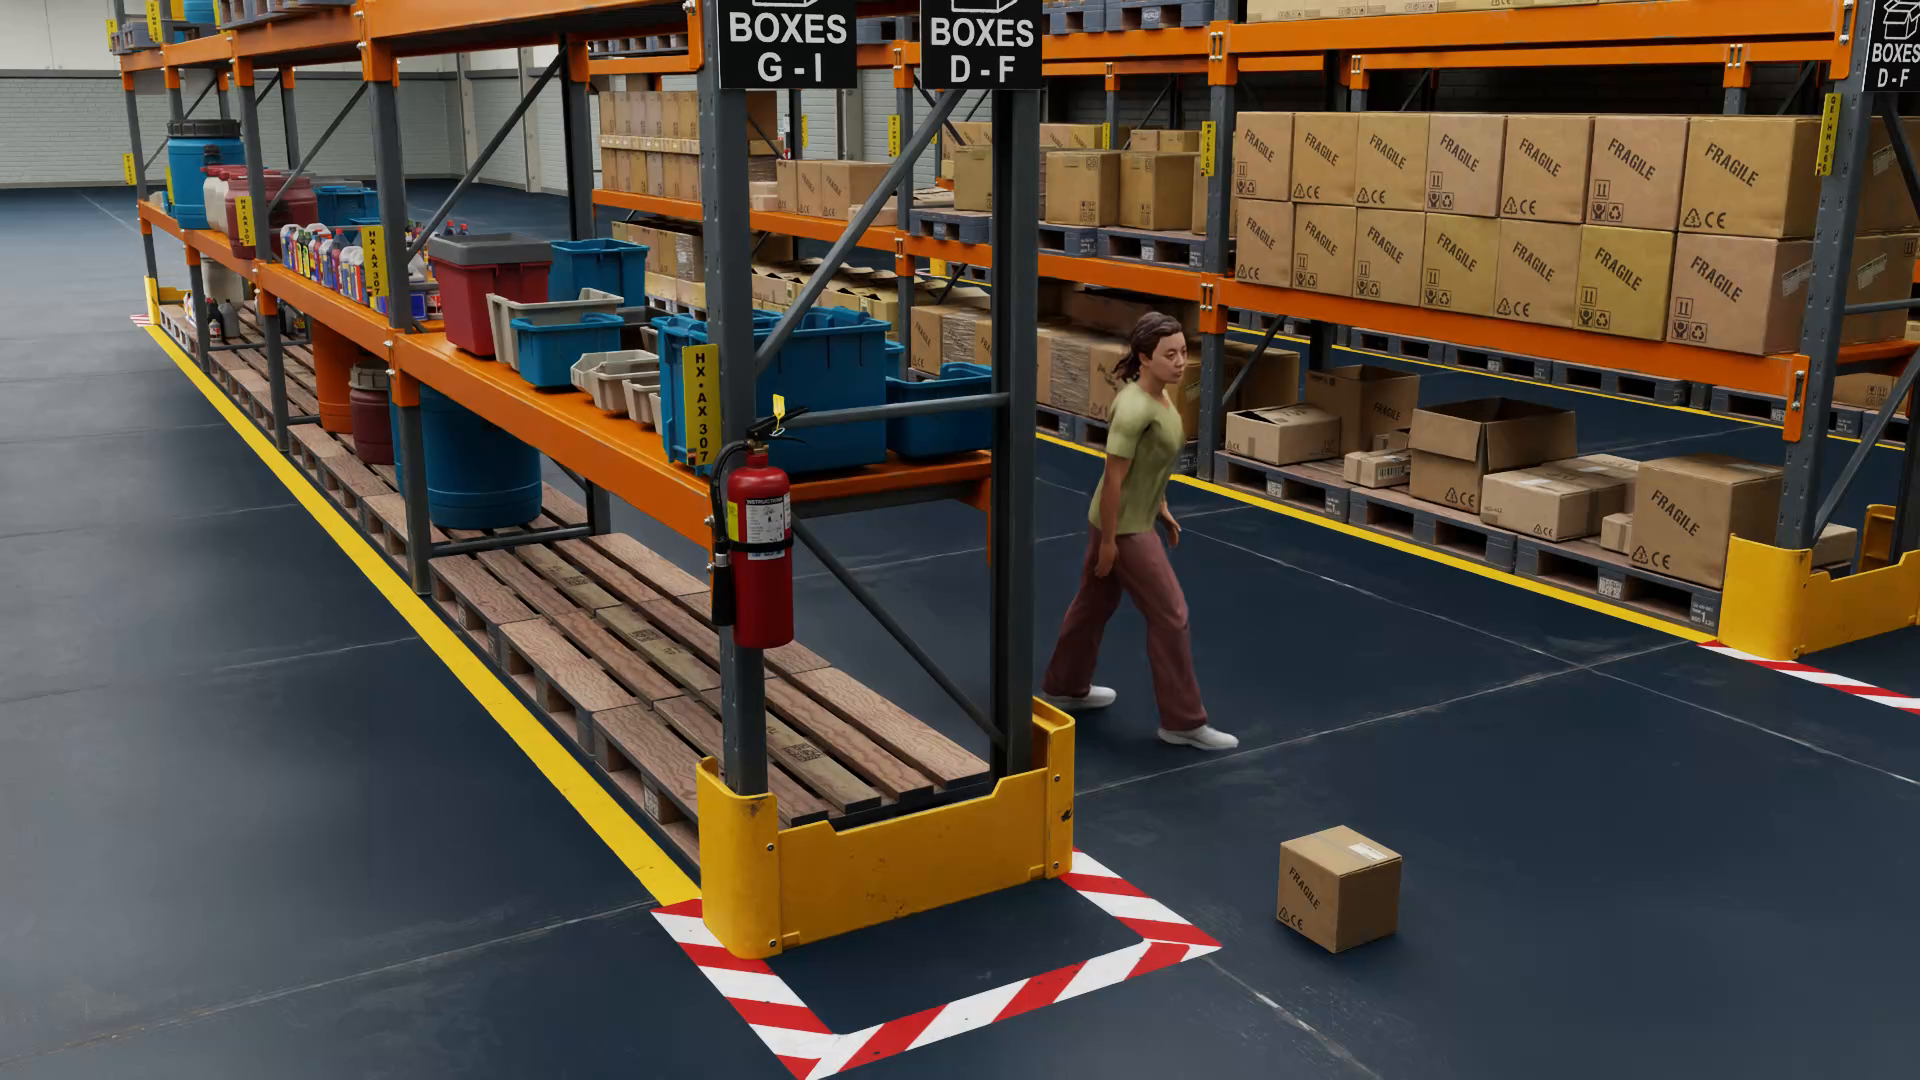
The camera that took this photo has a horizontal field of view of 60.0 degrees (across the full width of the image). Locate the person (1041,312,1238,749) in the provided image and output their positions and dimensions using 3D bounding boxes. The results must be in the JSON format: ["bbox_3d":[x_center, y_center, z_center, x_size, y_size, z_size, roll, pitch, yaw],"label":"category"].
[{"bbox_3d":[0.684,-0.035,6.243,0.785,1.660,0.540,3,15,11],"label":"person"}]
